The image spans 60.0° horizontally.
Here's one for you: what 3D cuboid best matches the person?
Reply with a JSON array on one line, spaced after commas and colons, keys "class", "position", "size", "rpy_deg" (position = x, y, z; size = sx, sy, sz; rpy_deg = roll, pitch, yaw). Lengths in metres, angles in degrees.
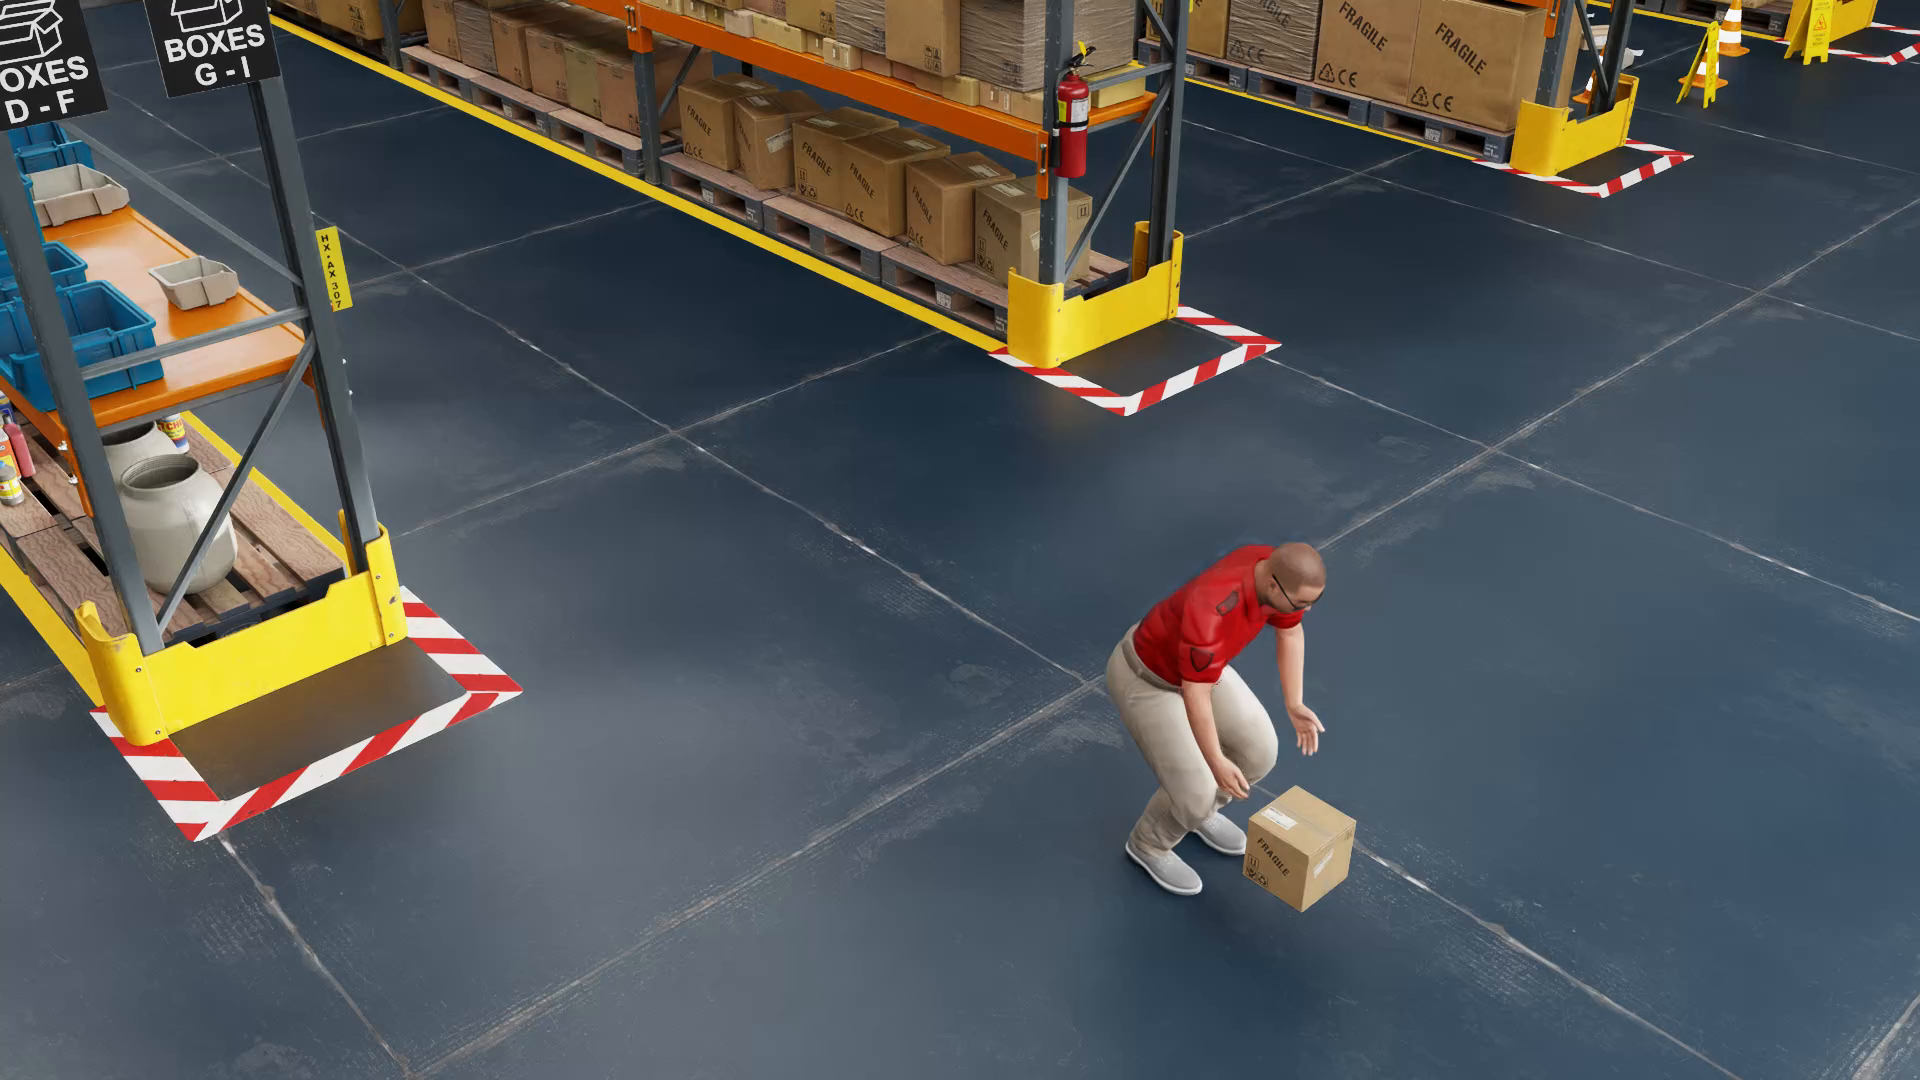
[{"class": "person", "position": [0.861, 0.522, 5.614], "size": [0.590, 1.410, 0.705], "rpy_deg": [-26, 40, -35]}]
